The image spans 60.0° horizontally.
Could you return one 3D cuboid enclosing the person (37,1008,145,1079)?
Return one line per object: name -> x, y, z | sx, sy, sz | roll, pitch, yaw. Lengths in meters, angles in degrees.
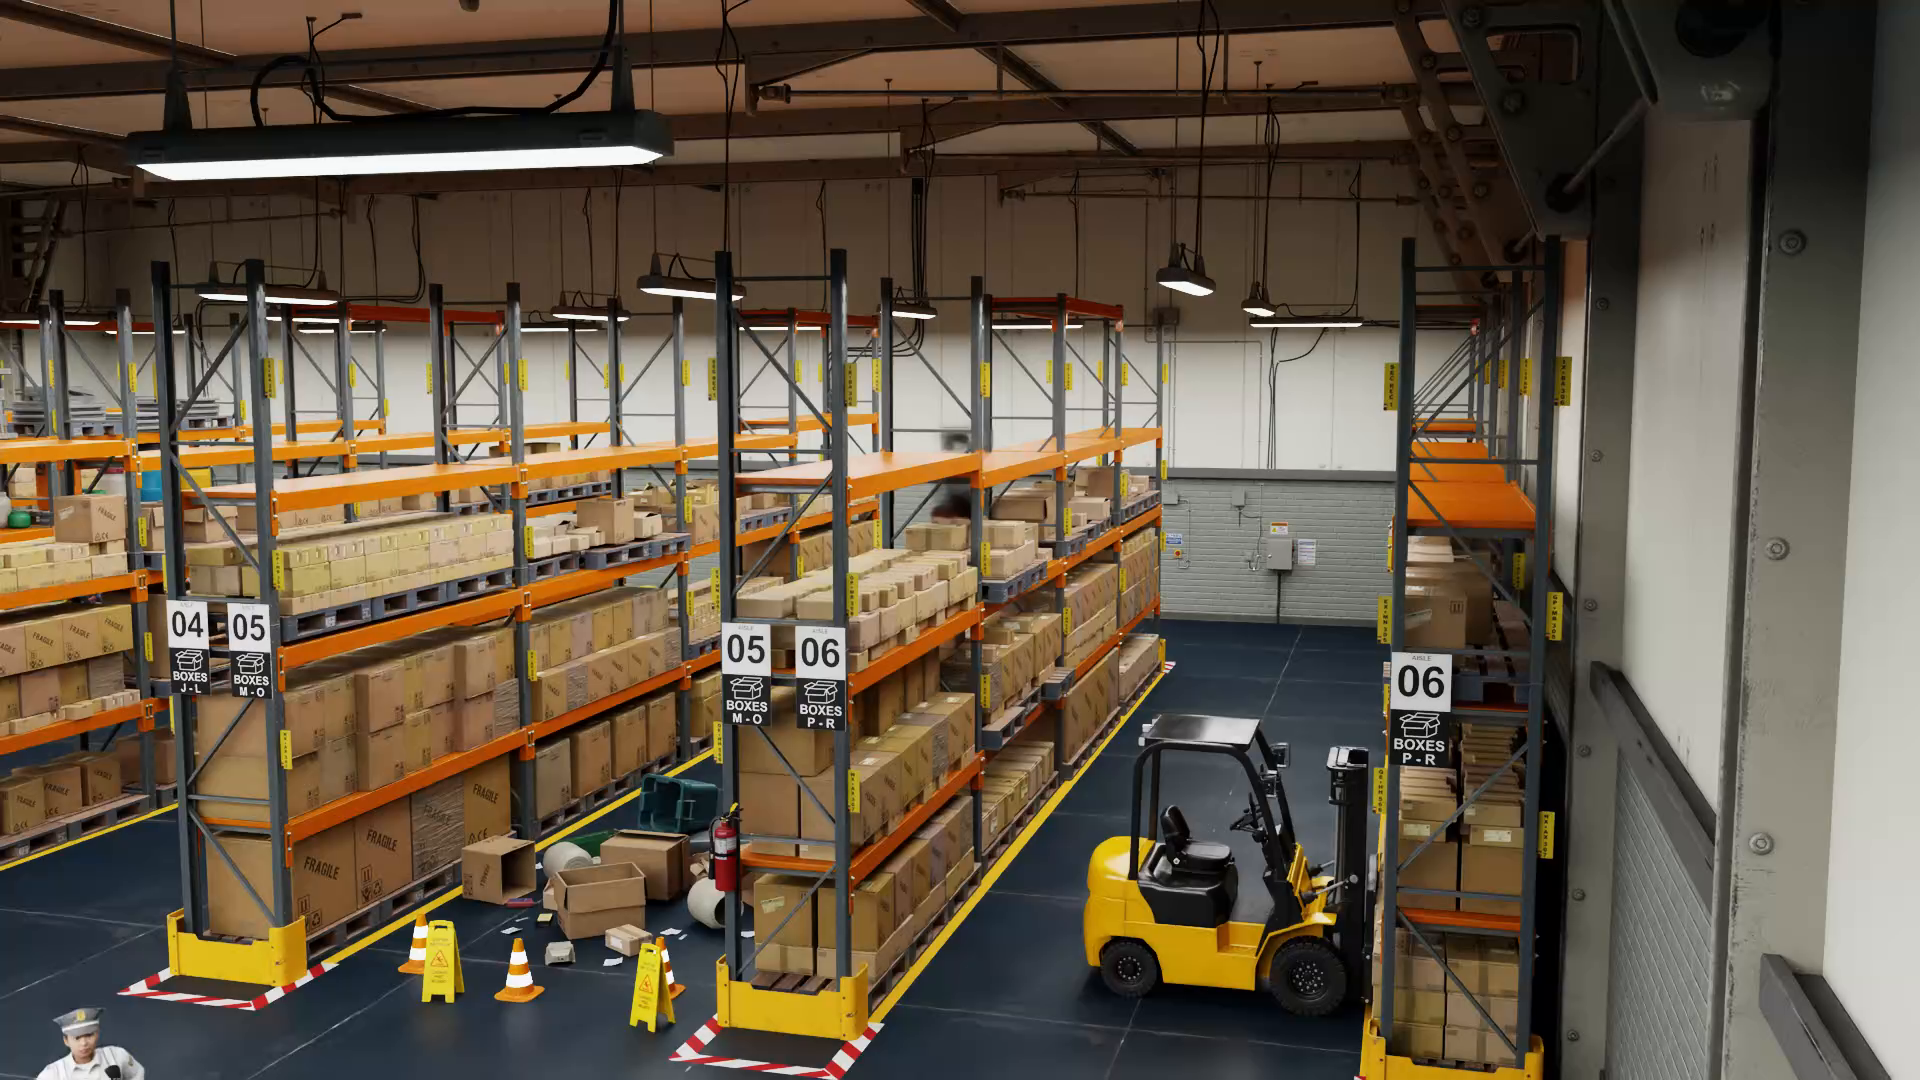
person -> -4.722, 3.353, 9.031 | 0.599, 1.721, 0.888 | -4, 7, -31
